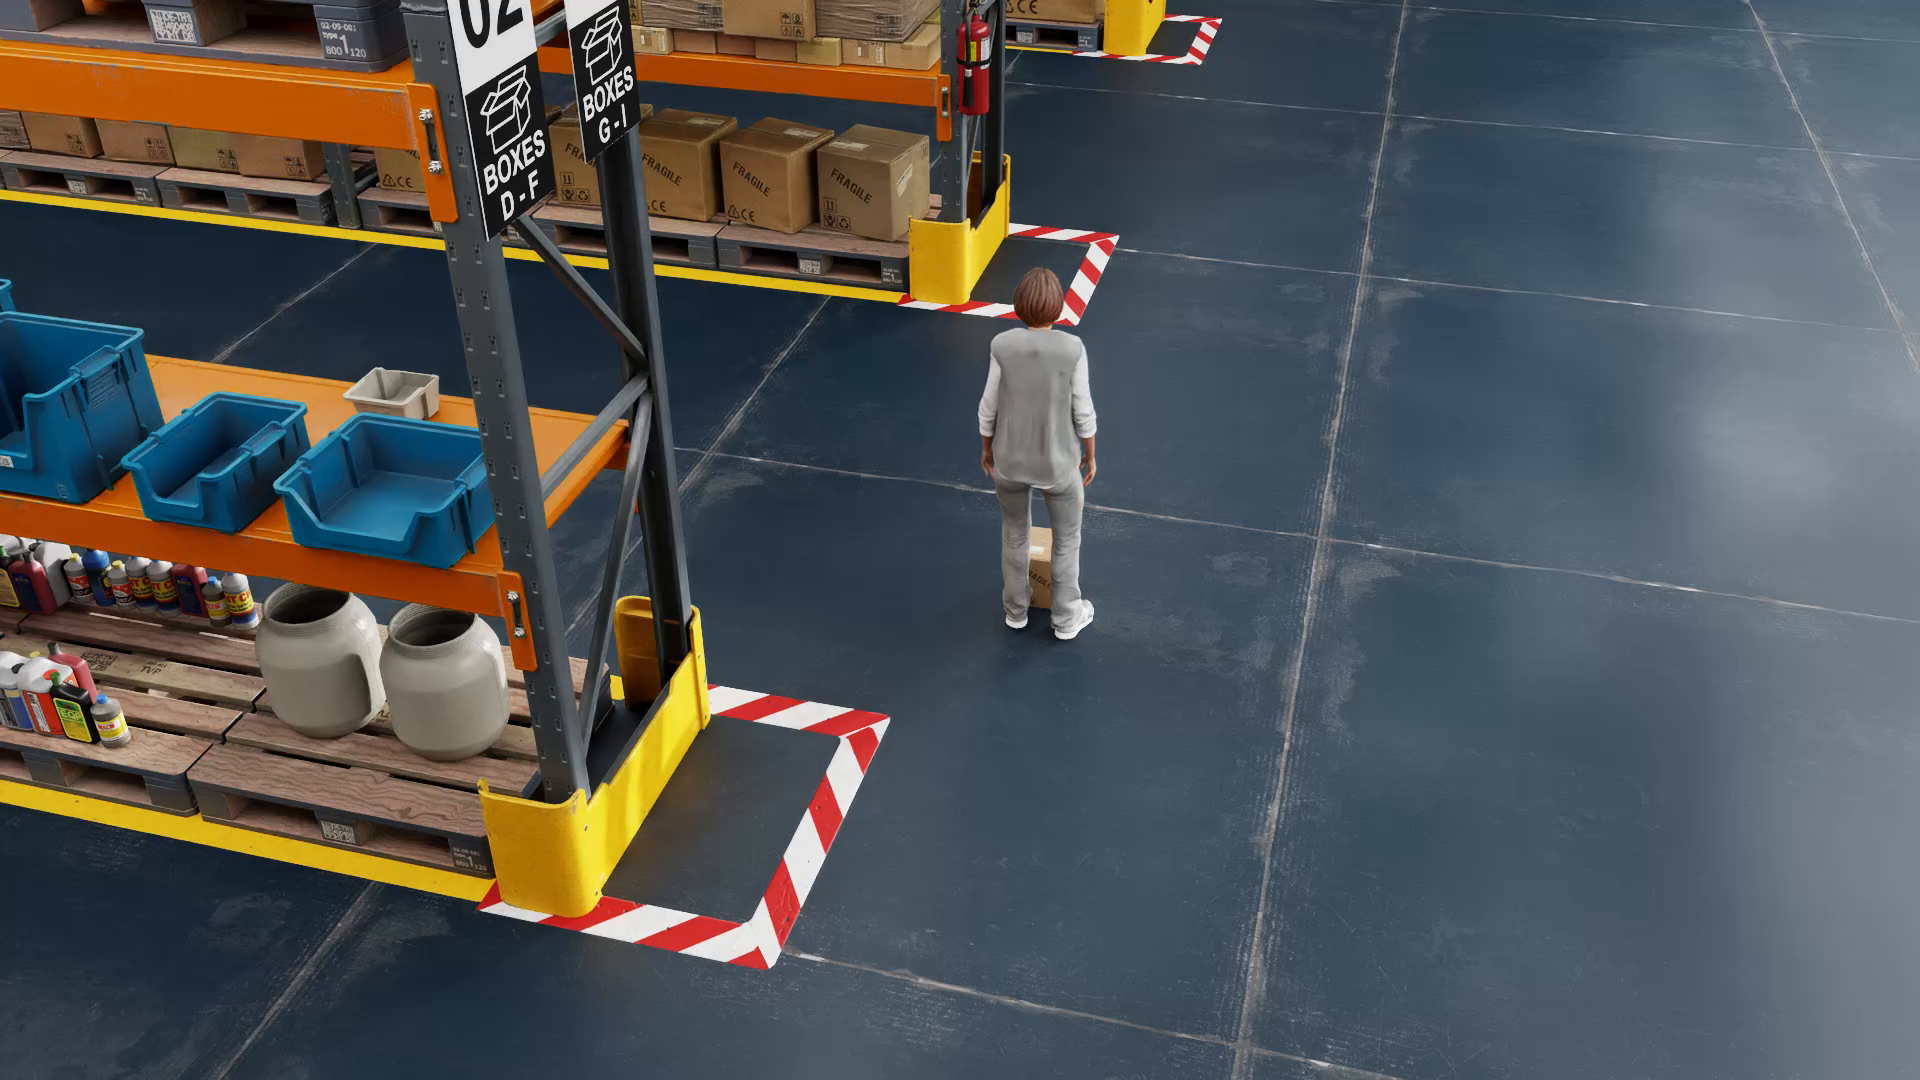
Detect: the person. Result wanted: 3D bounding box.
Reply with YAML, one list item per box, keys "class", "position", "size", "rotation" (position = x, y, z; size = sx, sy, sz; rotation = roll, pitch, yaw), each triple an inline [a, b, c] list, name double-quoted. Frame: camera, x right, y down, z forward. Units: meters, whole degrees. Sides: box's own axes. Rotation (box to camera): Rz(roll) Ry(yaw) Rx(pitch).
- class: "person"
  position: [0.315, -0.302, 6.643]
  size: [0.482, 1.556, 0.369]
  rotation: [7, 34, 10]
